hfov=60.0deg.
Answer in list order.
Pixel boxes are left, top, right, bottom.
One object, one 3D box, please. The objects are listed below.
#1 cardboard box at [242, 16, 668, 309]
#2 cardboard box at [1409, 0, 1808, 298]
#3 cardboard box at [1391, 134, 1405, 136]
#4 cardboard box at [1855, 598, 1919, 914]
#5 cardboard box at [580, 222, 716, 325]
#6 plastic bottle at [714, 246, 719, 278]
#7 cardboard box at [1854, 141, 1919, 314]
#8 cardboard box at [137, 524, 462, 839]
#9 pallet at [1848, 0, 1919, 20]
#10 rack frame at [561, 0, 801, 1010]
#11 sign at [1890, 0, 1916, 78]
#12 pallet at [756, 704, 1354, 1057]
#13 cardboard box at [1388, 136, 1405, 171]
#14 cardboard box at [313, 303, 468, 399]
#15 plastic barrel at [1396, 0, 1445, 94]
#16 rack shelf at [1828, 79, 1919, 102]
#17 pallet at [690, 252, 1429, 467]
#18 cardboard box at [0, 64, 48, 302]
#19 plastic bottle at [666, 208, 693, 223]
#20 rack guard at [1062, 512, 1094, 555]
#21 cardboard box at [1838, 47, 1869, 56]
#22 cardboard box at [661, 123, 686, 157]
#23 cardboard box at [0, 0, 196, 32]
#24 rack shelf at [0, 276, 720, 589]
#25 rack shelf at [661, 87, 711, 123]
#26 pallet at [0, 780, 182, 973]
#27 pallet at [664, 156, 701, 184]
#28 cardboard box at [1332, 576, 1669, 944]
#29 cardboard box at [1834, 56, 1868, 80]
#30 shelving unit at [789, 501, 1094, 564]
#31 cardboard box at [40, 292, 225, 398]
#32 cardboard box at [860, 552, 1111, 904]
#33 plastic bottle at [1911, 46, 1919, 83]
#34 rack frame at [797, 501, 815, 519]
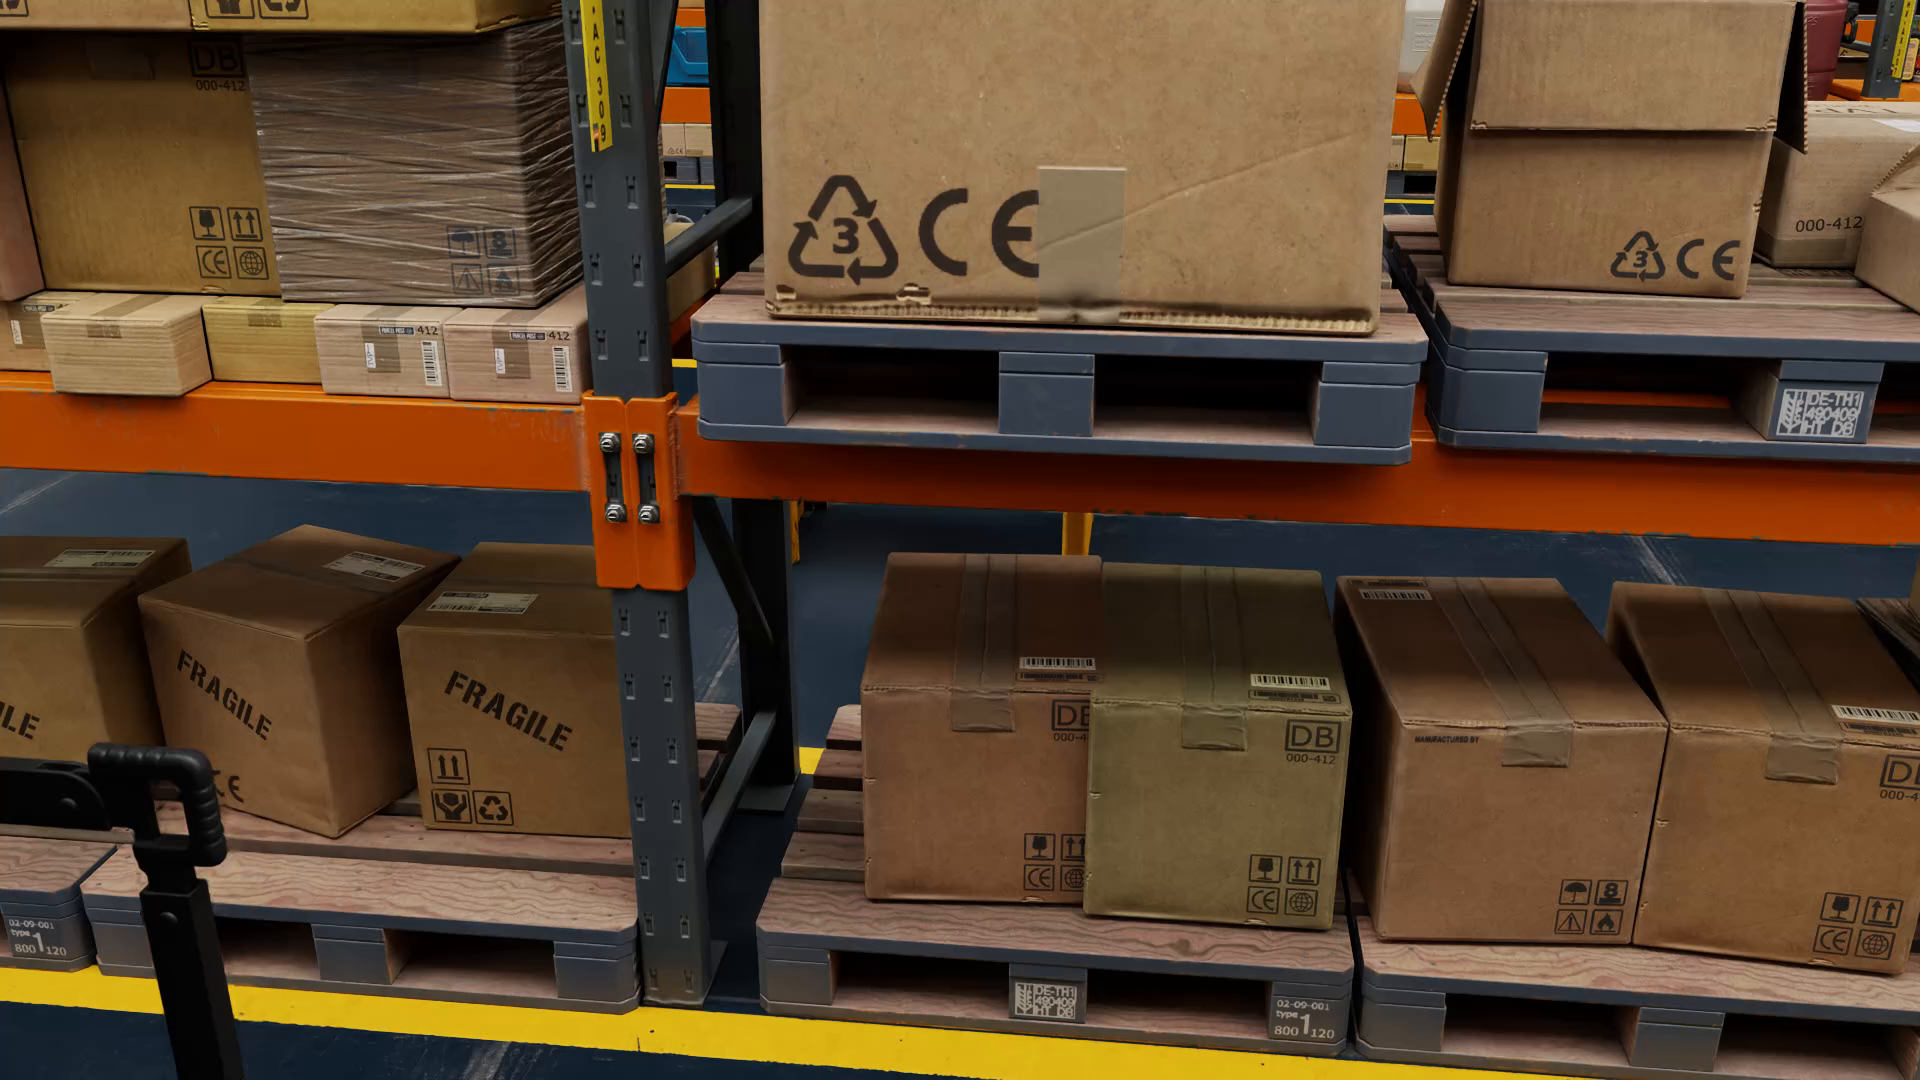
[{"bbox_3d":[-0.980,-0.828,3.414,0.500,0.500,0.875,2,22,6],"label":"cardboard box"},{"bbox_3d":[1.192,-0.803,3.180,0.637,0.503,0.797,5,22,12],"label":"cardboard box"},{"bbox_3d":[3.035,-3.198,12.355,0.500,0.311,0.500,2,22,6],"label":"cardboard box"},{"bbox_3d":[2.212,0.489,3.425,0.500,0.500,0.700,1,22,2],"label":"cardboard box"},{"bbox_3d":[-0.718,-0.603,3.728,0.250,0.149,0.380,2,22,6],"label":"cardboard box"},{"bbox_3d":[-1.142,-1.327,8.221,0.185,0.351,0.144,2,22,6],"label":"plastic bottle"},{"bbox_3d":[1.744,-0.534,2.823,0.258,0.266,0.396,2,22,5],"label":"cardboard box"},{"bbox_3d":[-1.502,0.312,3.899,0.500,0.500,0.500,10,24,23],"label":"cardboard box"},{"bbox_3d":[6.533,-3.873,11.918,1.213,0.211,1.003,2,22,6],"label":"pallet"},{"bbox_3d":[-0.540,-0.601,3.381,0.127,3.000,1.000,2,22,6],"label":"rack frame"},{"bbox_3d":[3.957,-2.111,6.978,0.005,0.325,0.100,2,22,6],"label":"sign"},{"bbox_3d":[0.233,0.729,3.809,1.213,0.211,1.003,2,22,6],"label":"pallet"},{"bbox_3d":[3.039,-2.939,12.462,0.500,0.250,0.500,3,22,8],"label":"cardboard box"},{"bbox_3d":[-1.035,-0.401,3.215,0.250,0.149,0.380,2,22,6],"label":"cardboard box"},{"bbox_3d":[2.125,-2.301,7.495,0.433,0.535,0.433,0,22,0],"label":"plastic barrel"},{"bbox_3d":[6.001,-1.815,7.430,4.000,0.370,1.077,2,22,6],"label":"rack shelf"},{"bbox_3d":[0.202,-0.426,3.198,1.213,0.211,1.003,2,22,6],"label":"pallet"},{"bbox_3d":[-1.980,-0.847,3.463,0.500,0.500,0.875,2,22,6],"label":"cardboard box"},{"bbox_3d":[-1.504,-1.603,8.920,0.185,0.351,0.144,3,22,9],"label":"plastic bottle"},{"bbox_3d":[0.419,-0.098,5.848,0.087,0.250,0.587,2,22,6],"label":"rack guard"},{"bbox_3d":[8.492,-4.857,16.497,0.750,0.750,0.750,3,22,7],"label":"cardboard box"},{"bbox_3d":[-2.339,-3.183,13.079,0.500,0.250,0.500,2,22,6],"label":"cardboard box"},{"bbox_3d":[-1.516,-1.191,2.972,0.500,0.500,0.500,2,22,6],"label":"cardboard box"},{"bbox_3d":[-2.526,-0.353,3.732,4.000,0.370,1.077,2,22,6],"label":"rack shelf"},{"bbox_3d":[-1.943,-2.162,8.306,4.000,0.370,1.077,2,22,6],"label":"rack shelf"},{"bbox_3d":[-2.426,0.628,4.065,1.213,0.211,1.003,2,22,6],"label":"pallet"},{"bbox_3d":[-2.578,-3.076,13.434,1.213,0.211,1.003,2,22,6],"label":"pallet"},{"bbox_3d":[1.094,0.443,3.542,0.500,0.500,0.700,1,22,2],"label":"cardboard box"},{"bbox_3d":[6.631,-3.437,12.336,0.500,0.250,0.500,2,22,5],"label":"cardboard box"},{"bbox_3d":[-0.076,-0.701,5.672,1.083,1.500,0.587,2,22,6],"label":"shelving unit"},{"bbox_3d":[-1.538,-0.403,3.222,0.250,0.149,0.380,2,22,6],"label":"cardboard box"},{"bbox_3d":[0.067,0.391,3.672,0.500,0.500,0.700,1,22,2],"label":"cardboard box"},{"bbox_3d":[4.579,-2.271,7.874,0.097,0.201,0.097,0,22,0],"label":"plastic bottle"},{"bbox_3d":[-0.590,-0.723,5.729,0.032,1.500,0.500,2,22,6],"label":"rack frame"}]
